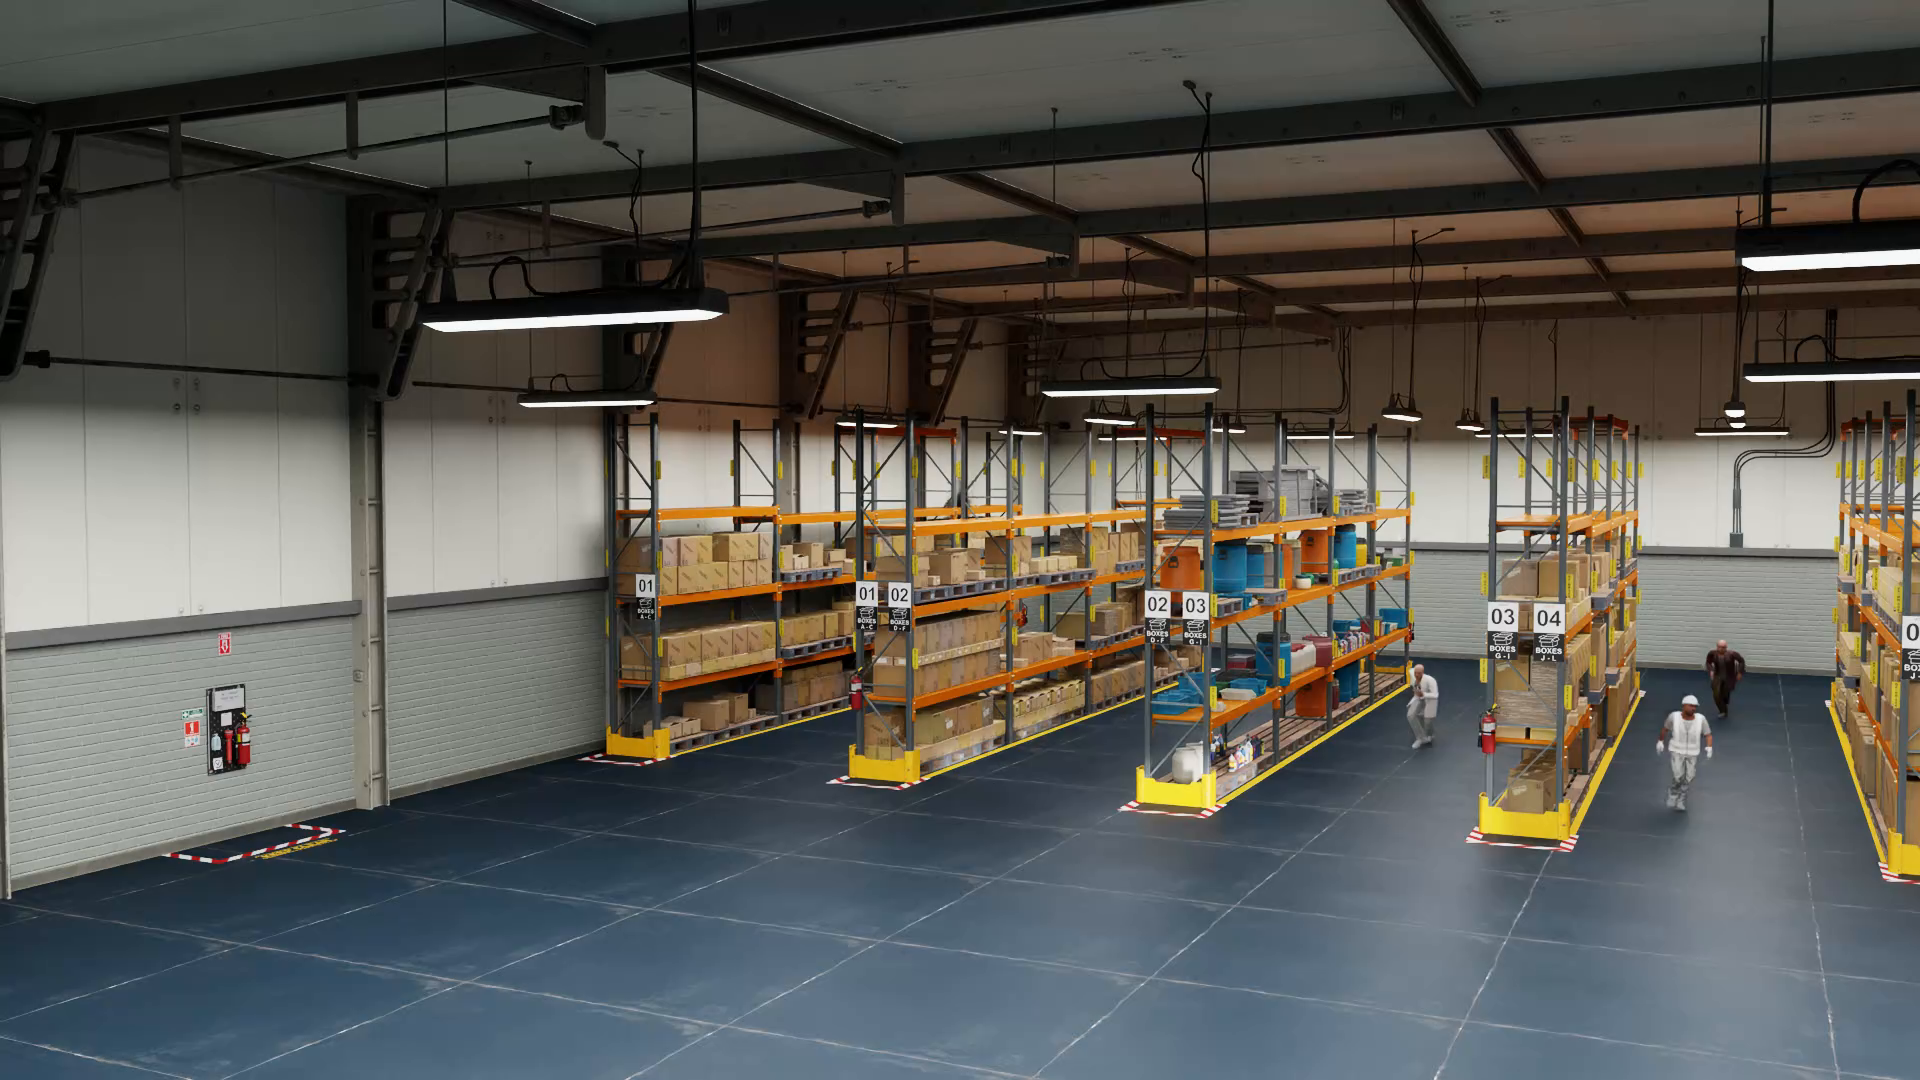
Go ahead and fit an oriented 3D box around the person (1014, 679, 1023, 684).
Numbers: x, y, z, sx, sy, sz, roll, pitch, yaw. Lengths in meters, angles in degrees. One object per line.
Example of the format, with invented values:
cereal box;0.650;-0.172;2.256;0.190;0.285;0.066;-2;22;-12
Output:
person;1.179;2.721;35.728;0.624;1.631;0.727;-1;2;-15

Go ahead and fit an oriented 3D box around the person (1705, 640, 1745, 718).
person;15.420;2.809;33.506;0.728;1.574;0.915;1;3;32

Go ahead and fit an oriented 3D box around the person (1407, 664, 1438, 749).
person;8.403;2.982;30.040;0.693;1.558;1.240;2;3;37

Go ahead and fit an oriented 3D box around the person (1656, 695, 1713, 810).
person;10.563;3.103;24.168;0.654;1.723;0.845;0;2;8
